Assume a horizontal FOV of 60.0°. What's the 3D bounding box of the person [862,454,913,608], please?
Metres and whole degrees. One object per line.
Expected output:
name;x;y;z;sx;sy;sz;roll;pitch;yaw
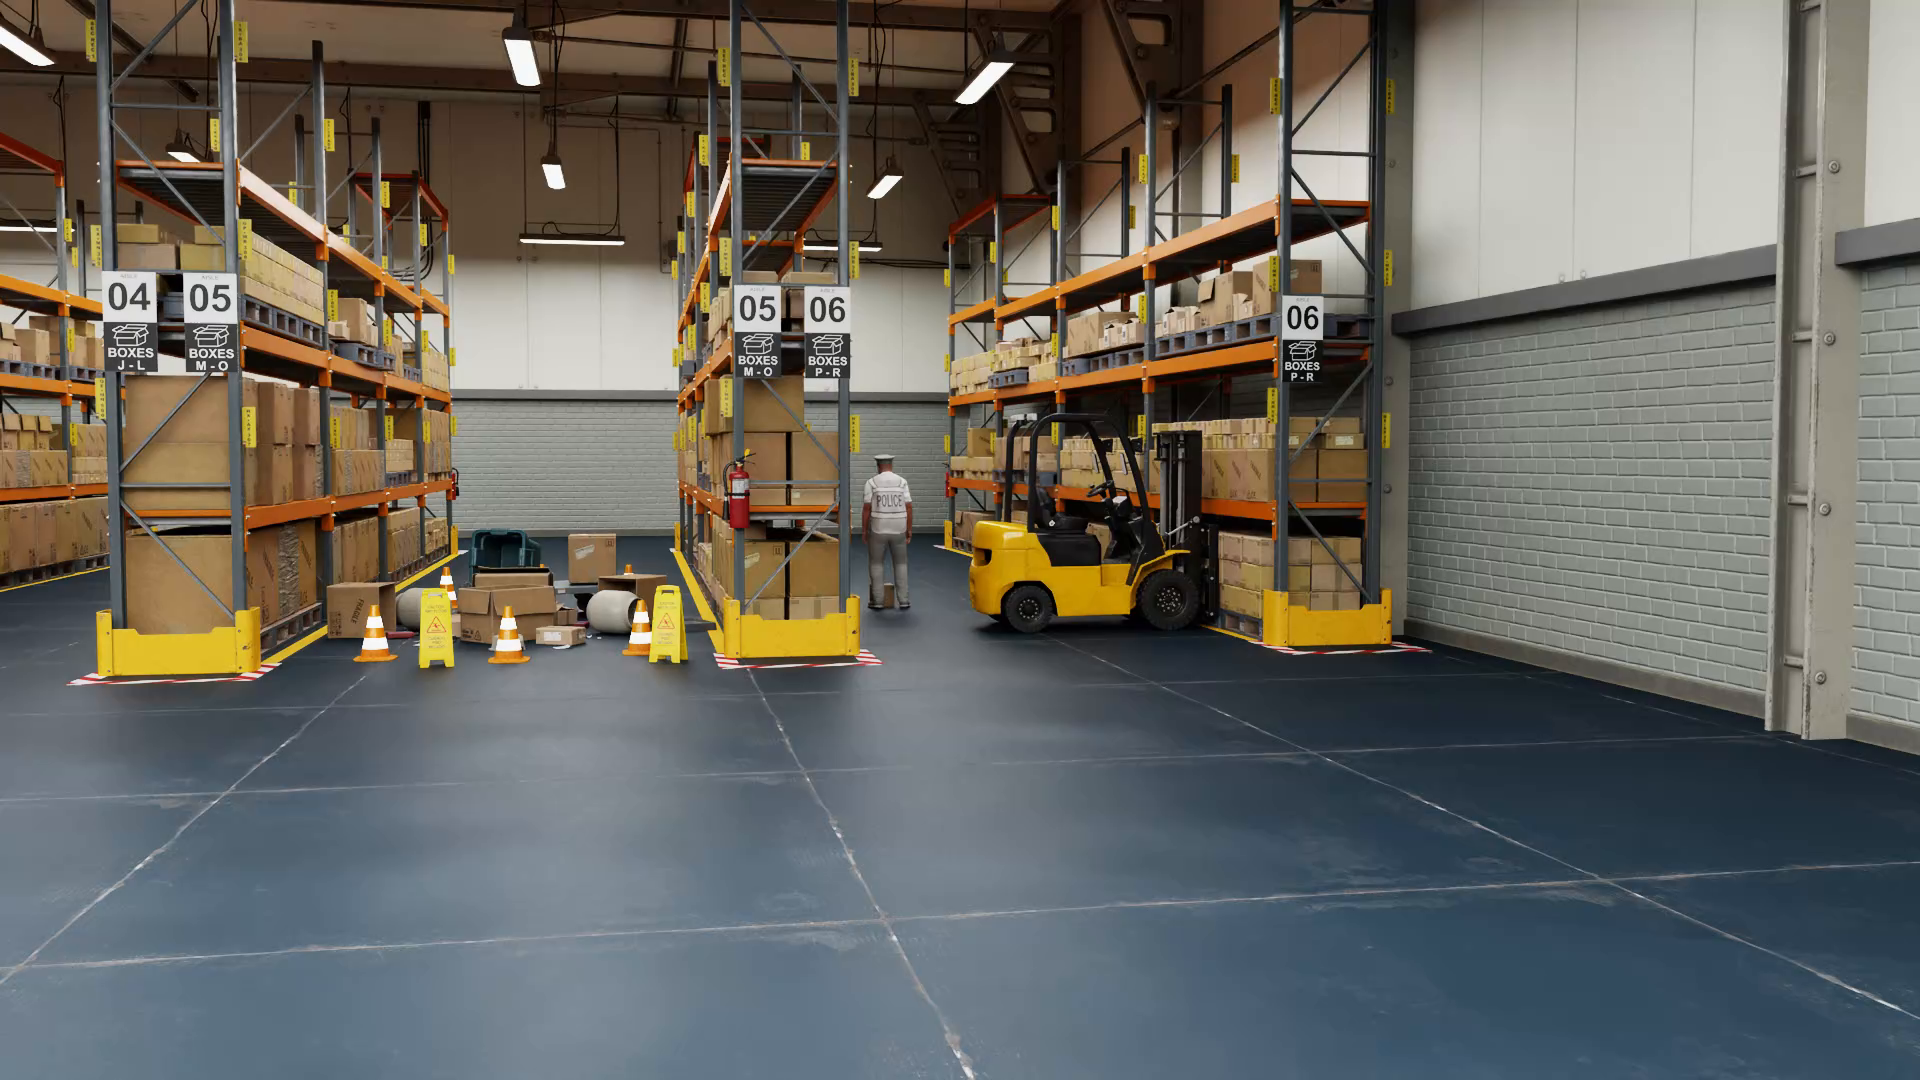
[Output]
person;-0.825;-0.100;18.921;0.585;1.749;0.439;-1;3;-12
